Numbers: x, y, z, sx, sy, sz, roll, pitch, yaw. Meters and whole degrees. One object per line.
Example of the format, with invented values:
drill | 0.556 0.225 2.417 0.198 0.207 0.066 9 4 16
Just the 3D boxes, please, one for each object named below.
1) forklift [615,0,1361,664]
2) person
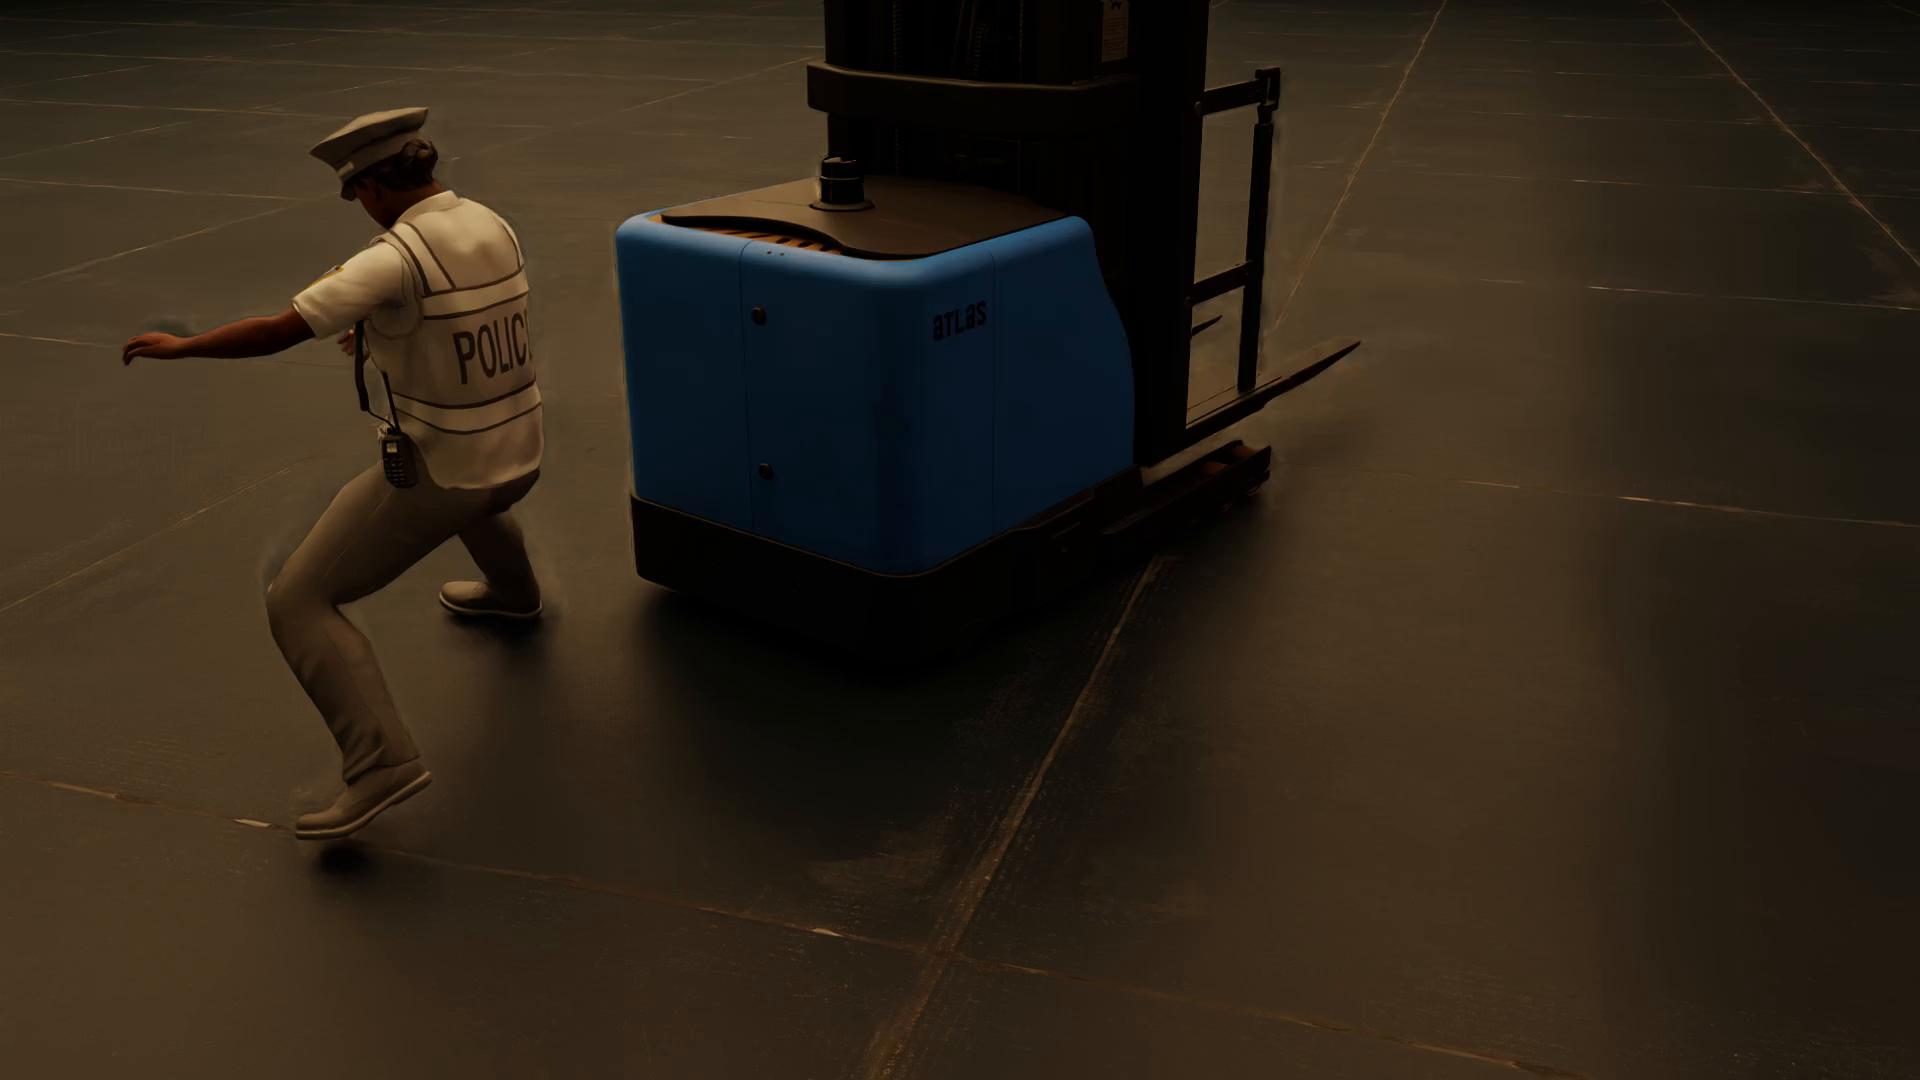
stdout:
forklift | 0.368 -1.541 5.011 1.130 2.935 3.031 16 27 34
person | -1.311 -0.244 3.789 0.715 1.441 1.225 9 24 21
